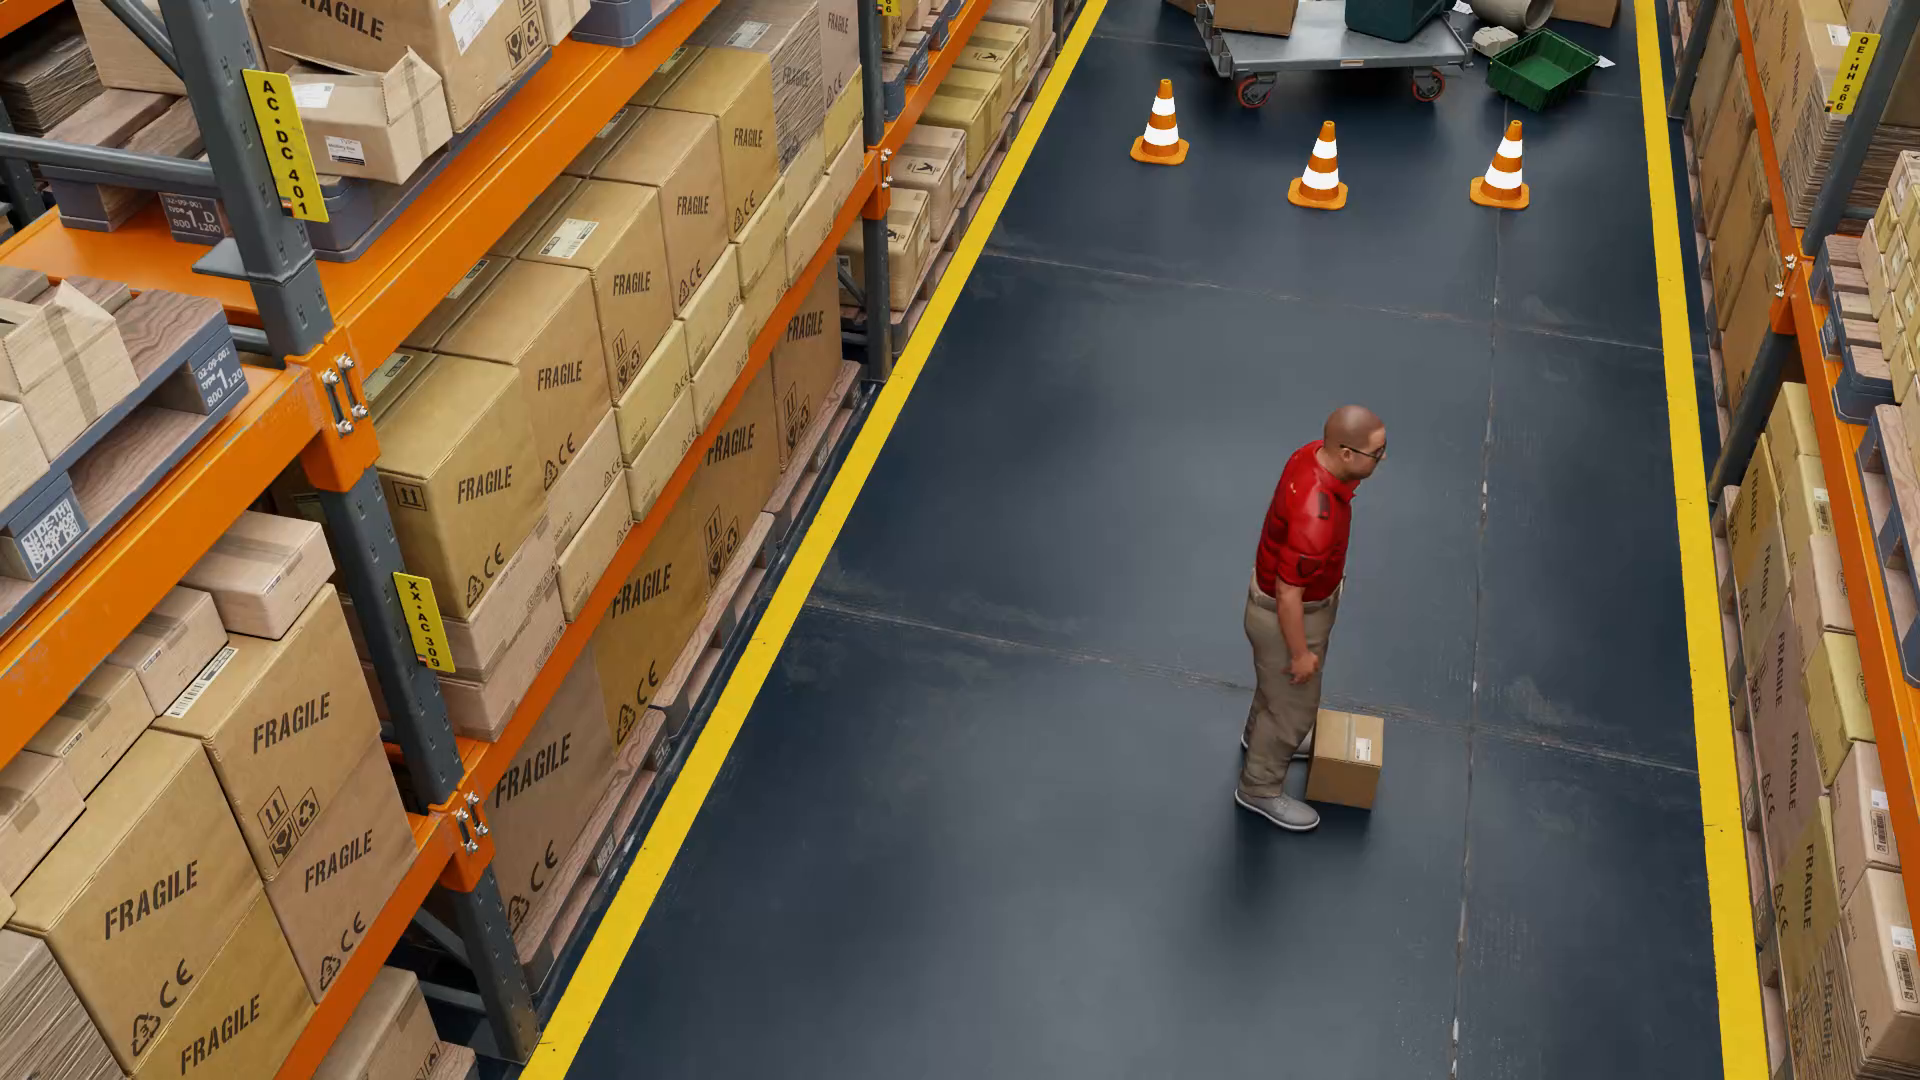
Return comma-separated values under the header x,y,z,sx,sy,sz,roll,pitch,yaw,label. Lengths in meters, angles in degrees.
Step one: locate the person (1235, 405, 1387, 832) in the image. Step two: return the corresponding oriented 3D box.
x,y,z,sx,sy,sz,roll,pitch,yaw,label
1.215,0.242,5.887,0.395,1.727,0.586,10,42,12,person
